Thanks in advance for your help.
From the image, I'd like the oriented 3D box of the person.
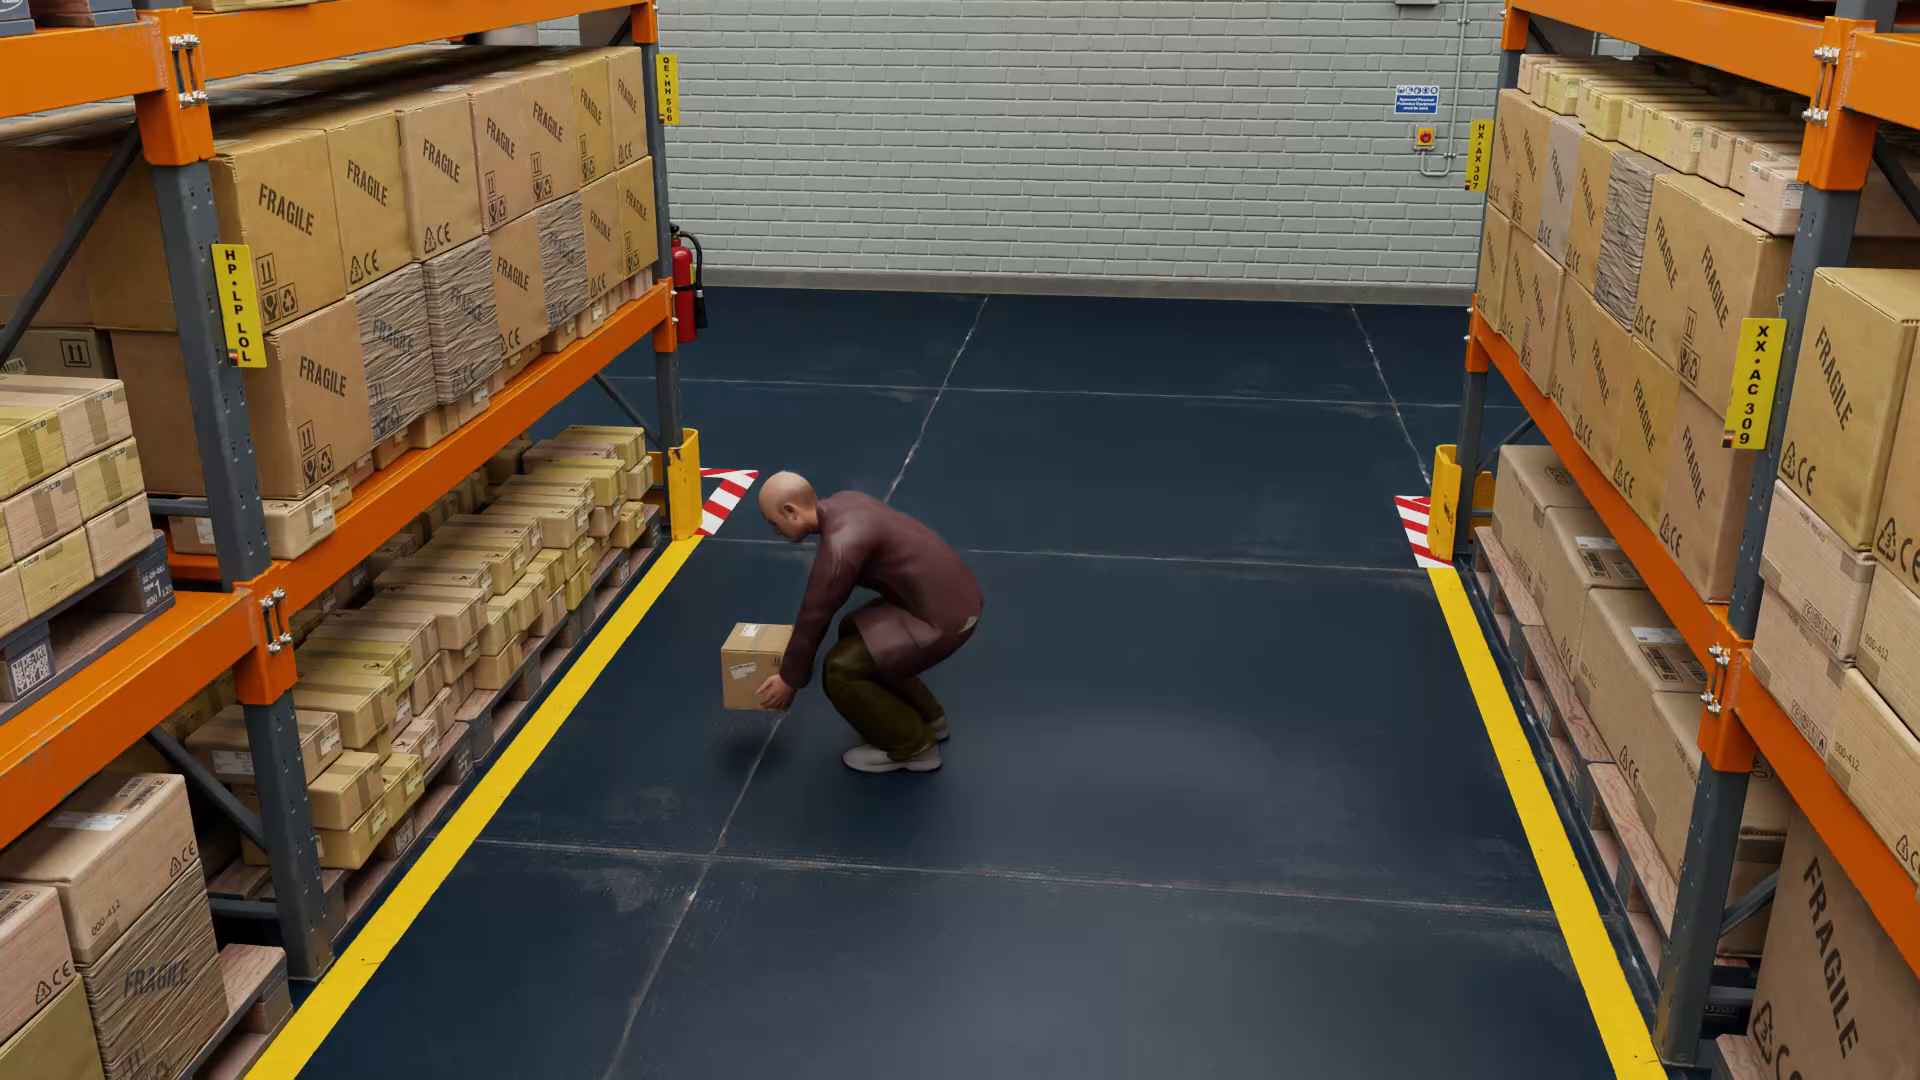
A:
[{"bbox_3d":[-0.336,0.296,6.239,0.852,1.128,0.620,2,21,6],"label":"person"}]
